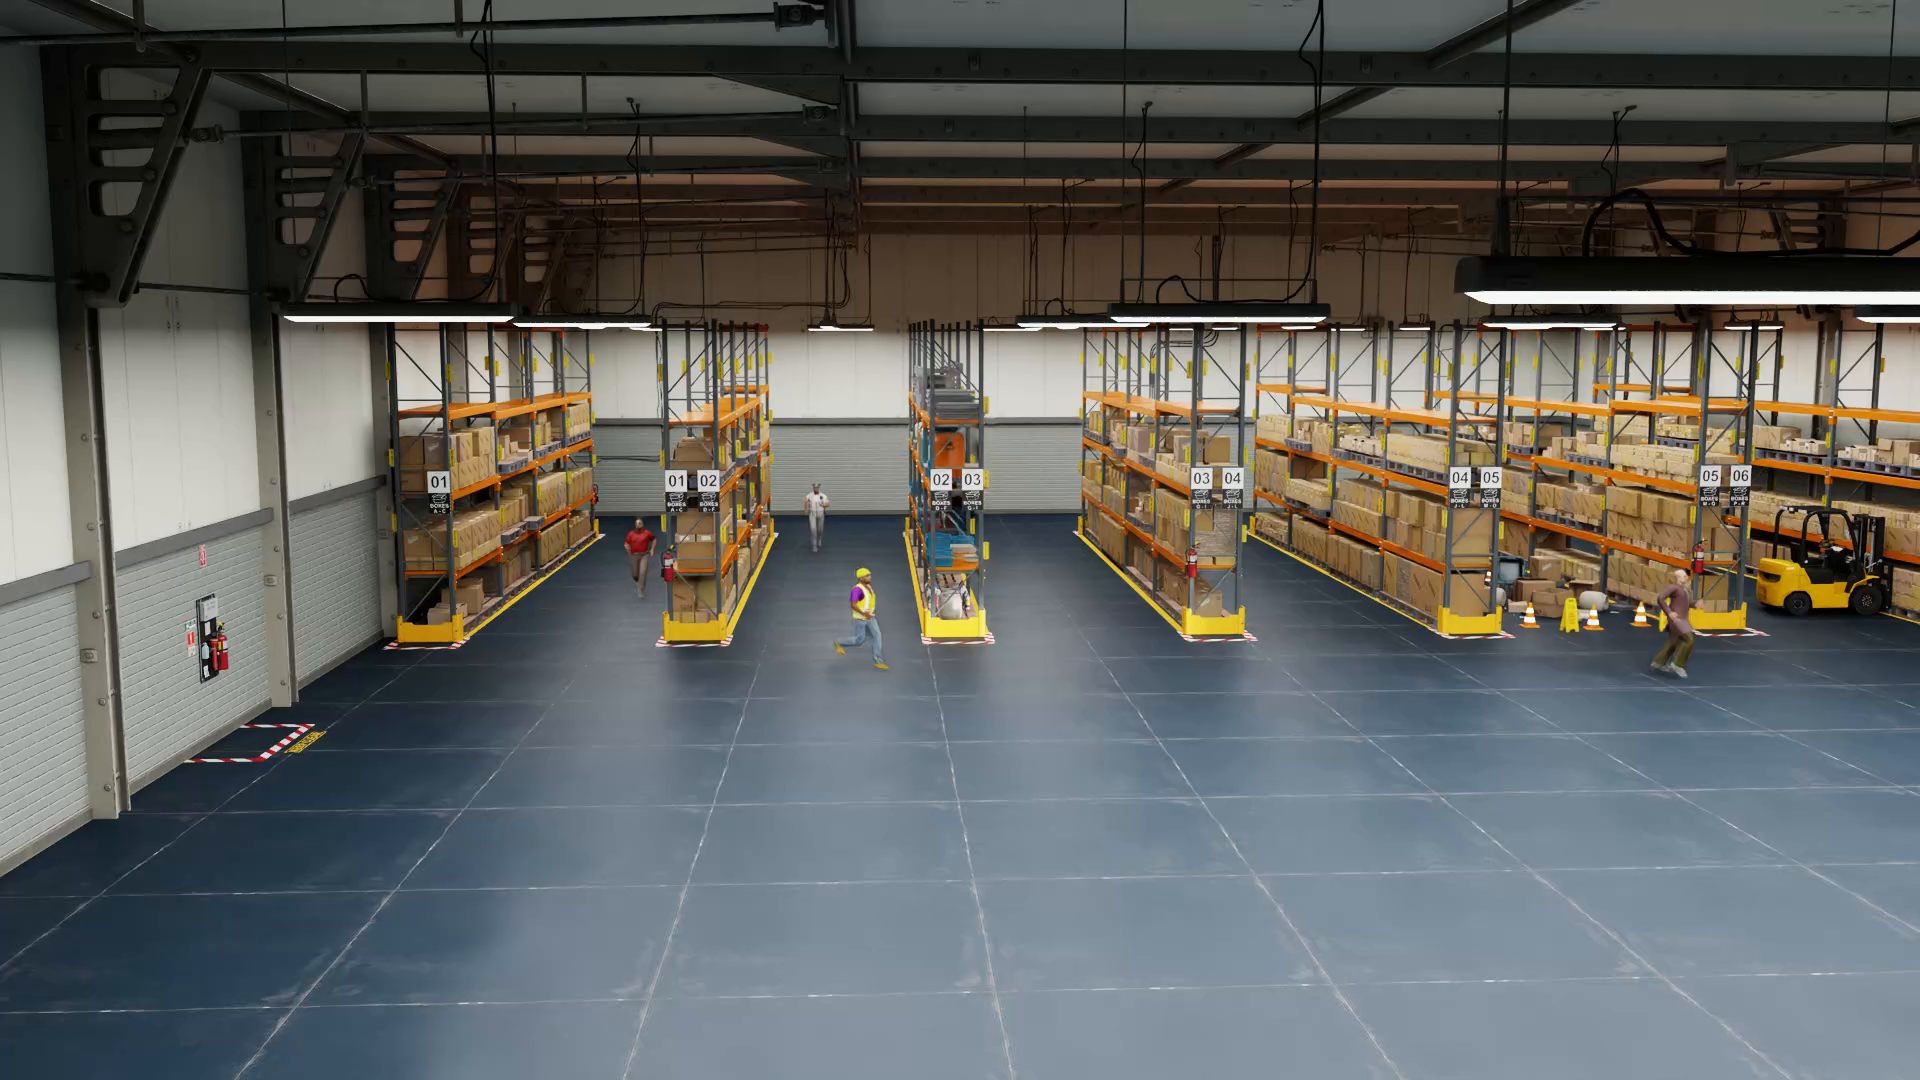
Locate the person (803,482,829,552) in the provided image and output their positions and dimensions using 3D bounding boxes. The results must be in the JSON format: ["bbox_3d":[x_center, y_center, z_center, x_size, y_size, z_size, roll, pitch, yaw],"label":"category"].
[{"bbox_3d":[-3.816,-0.644,44.284,0.656,1.796,0.954,-1,7,-11],"label":"person"}]

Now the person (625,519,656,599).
[{"bbox_3d":[-7.010,0.391,36.488,0.677,1.702,0.895,-1,7,-5],"label":"person"}]

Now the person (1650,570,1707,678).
[{"bbox_3d":[12.069,1.410,27.949,0.829,1.837,0.681,5,9,36],"label":"person"}]

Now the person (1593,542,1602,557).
[{"bbox_3d":[15.929,-0.251,41.306,0.668,1.785,0.891,-1,7,-6],"label":"person"}]

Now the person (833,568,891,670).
[{"bbox_3d":[-1.688,1.354,28.615,1.056,1.753,0.676,4,8,28],"label":"person"}]
